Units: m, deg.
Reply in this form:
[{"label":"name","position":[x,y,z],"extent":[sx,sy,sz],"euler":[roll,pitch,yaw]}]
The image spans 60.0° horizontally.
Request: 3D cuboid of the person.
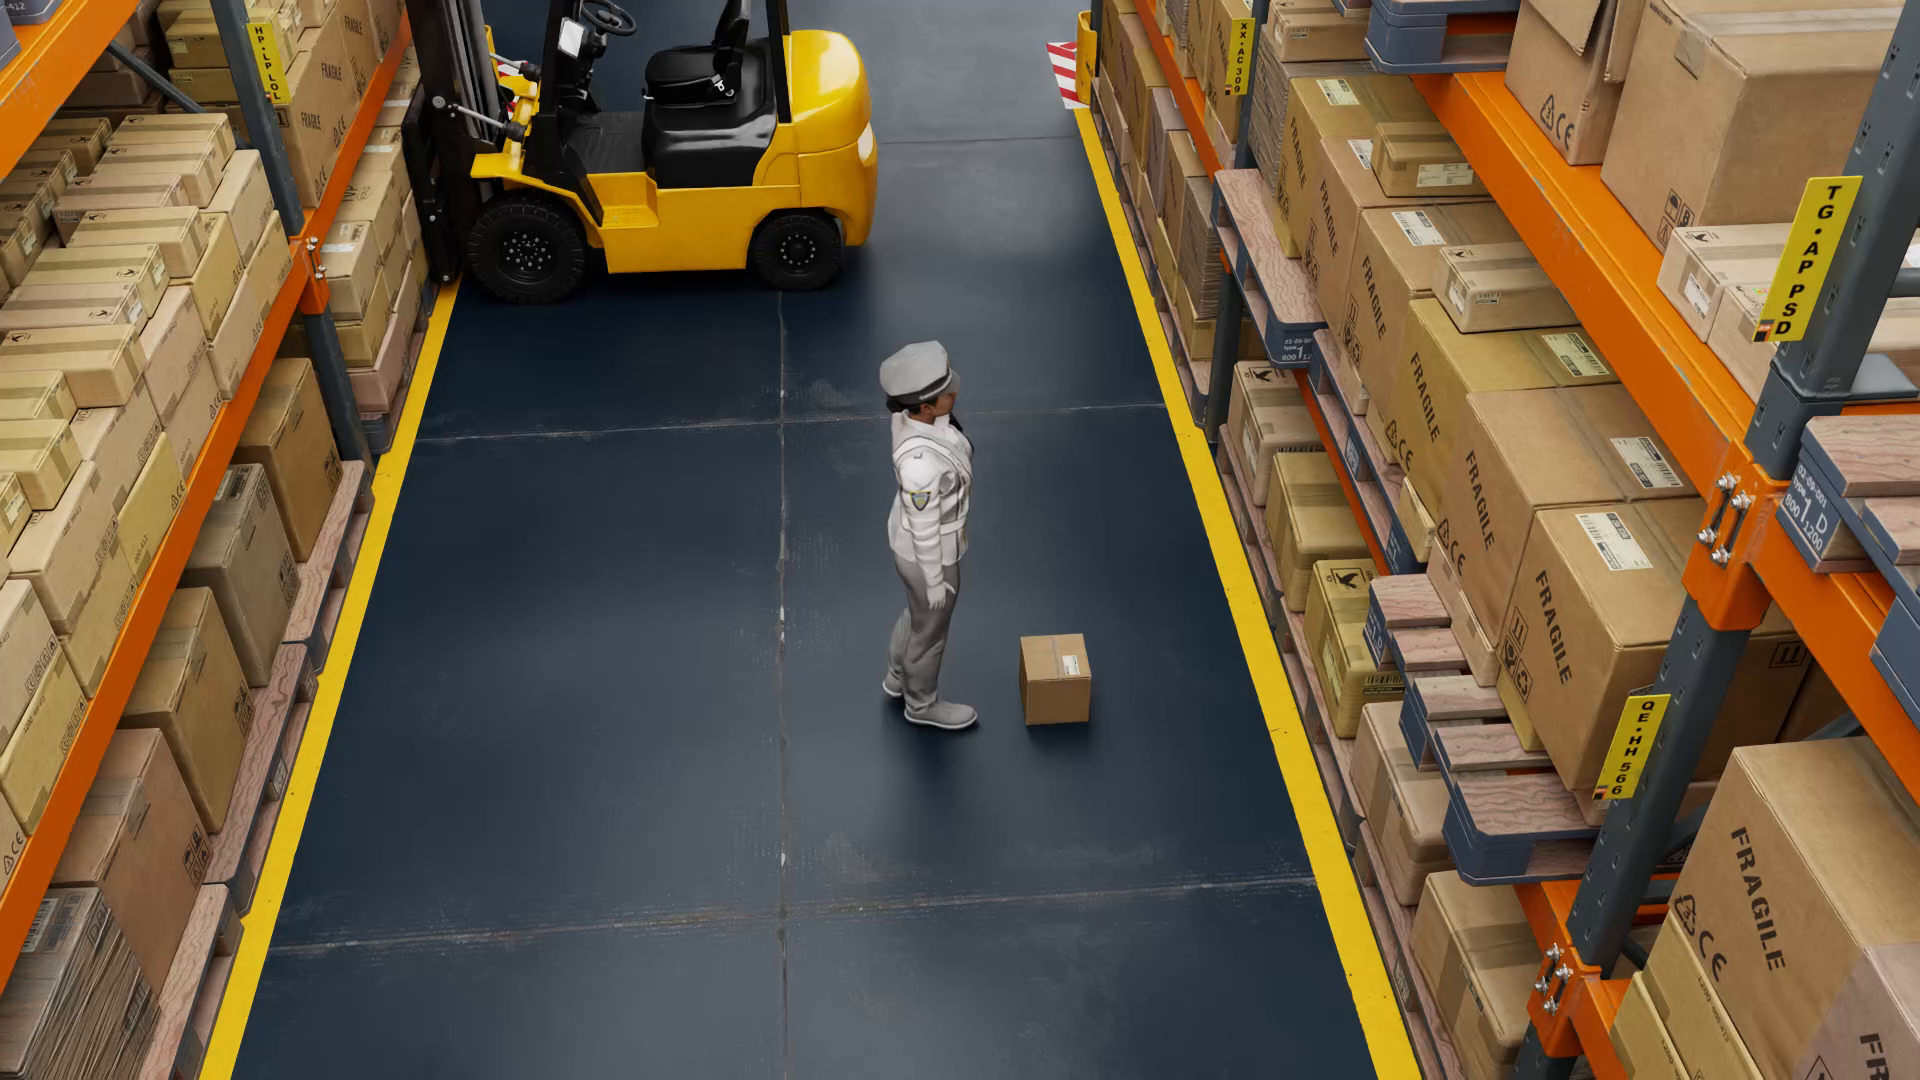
[{"label":"person","position":[-0.123,0.017,6.120],"extent":[0.369,1.713,0.483],"euler":[-2,39,-3]}]
